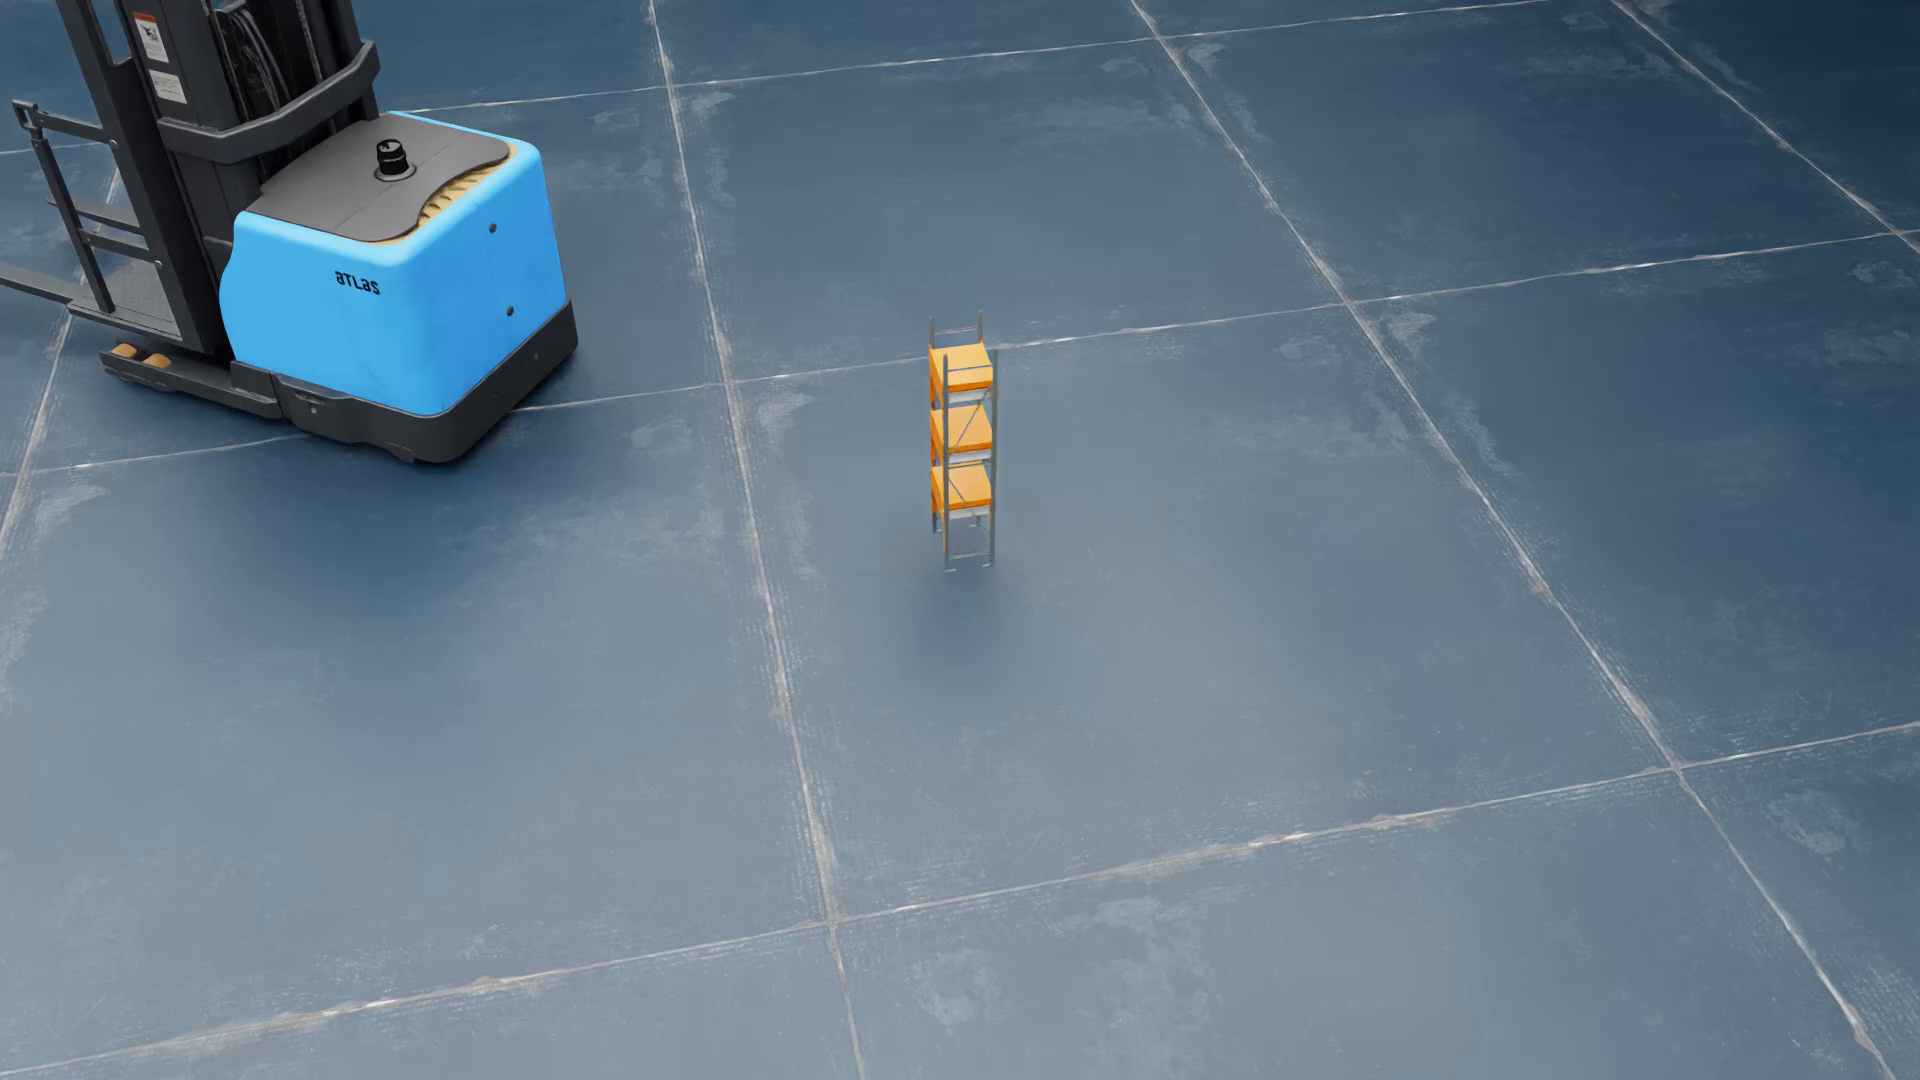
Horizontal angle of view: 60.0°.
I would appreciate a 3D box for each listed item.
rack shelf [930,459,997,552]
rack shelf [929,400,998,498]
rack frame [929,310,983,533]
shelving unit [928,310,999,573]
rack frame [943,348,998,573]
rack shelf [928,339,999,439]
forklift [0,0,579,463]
[{"bbox_3d":[0.012,-0.142,6.554,0.215,0.259,0.240,-8,42,-9],"label":"rack shelf"},{"bbox_3d":[0.012,-0.350,6.369,0.215,0.259,0.240,-8,42,-9],"label":"rack shelf"},{"bbox_3d":[-0.015,-0.437,6.451,0.200,1.050,0.008,-8,42,-9],"label":"rack frame"},{"bbox_3d":[0.012,-0.358,6.362,0.215,1.050,0.252,-8,42,-9],"label":"shelving unit"},{"bbox_3d":[0.038,-0.279,6.273,0.200,1.050,0.008,-8,42,-9],"label":"rack frame"},{"bbox_3d":[0.012,-0.562,6.181,0.215,0.259,0.240,-8,42,-9],"label":"rack shelf"},{"bbox_3d":[-3.322,-2.069,6.873,3.031,2.935,1.130,16,44,18],"label":"forklift"}]
